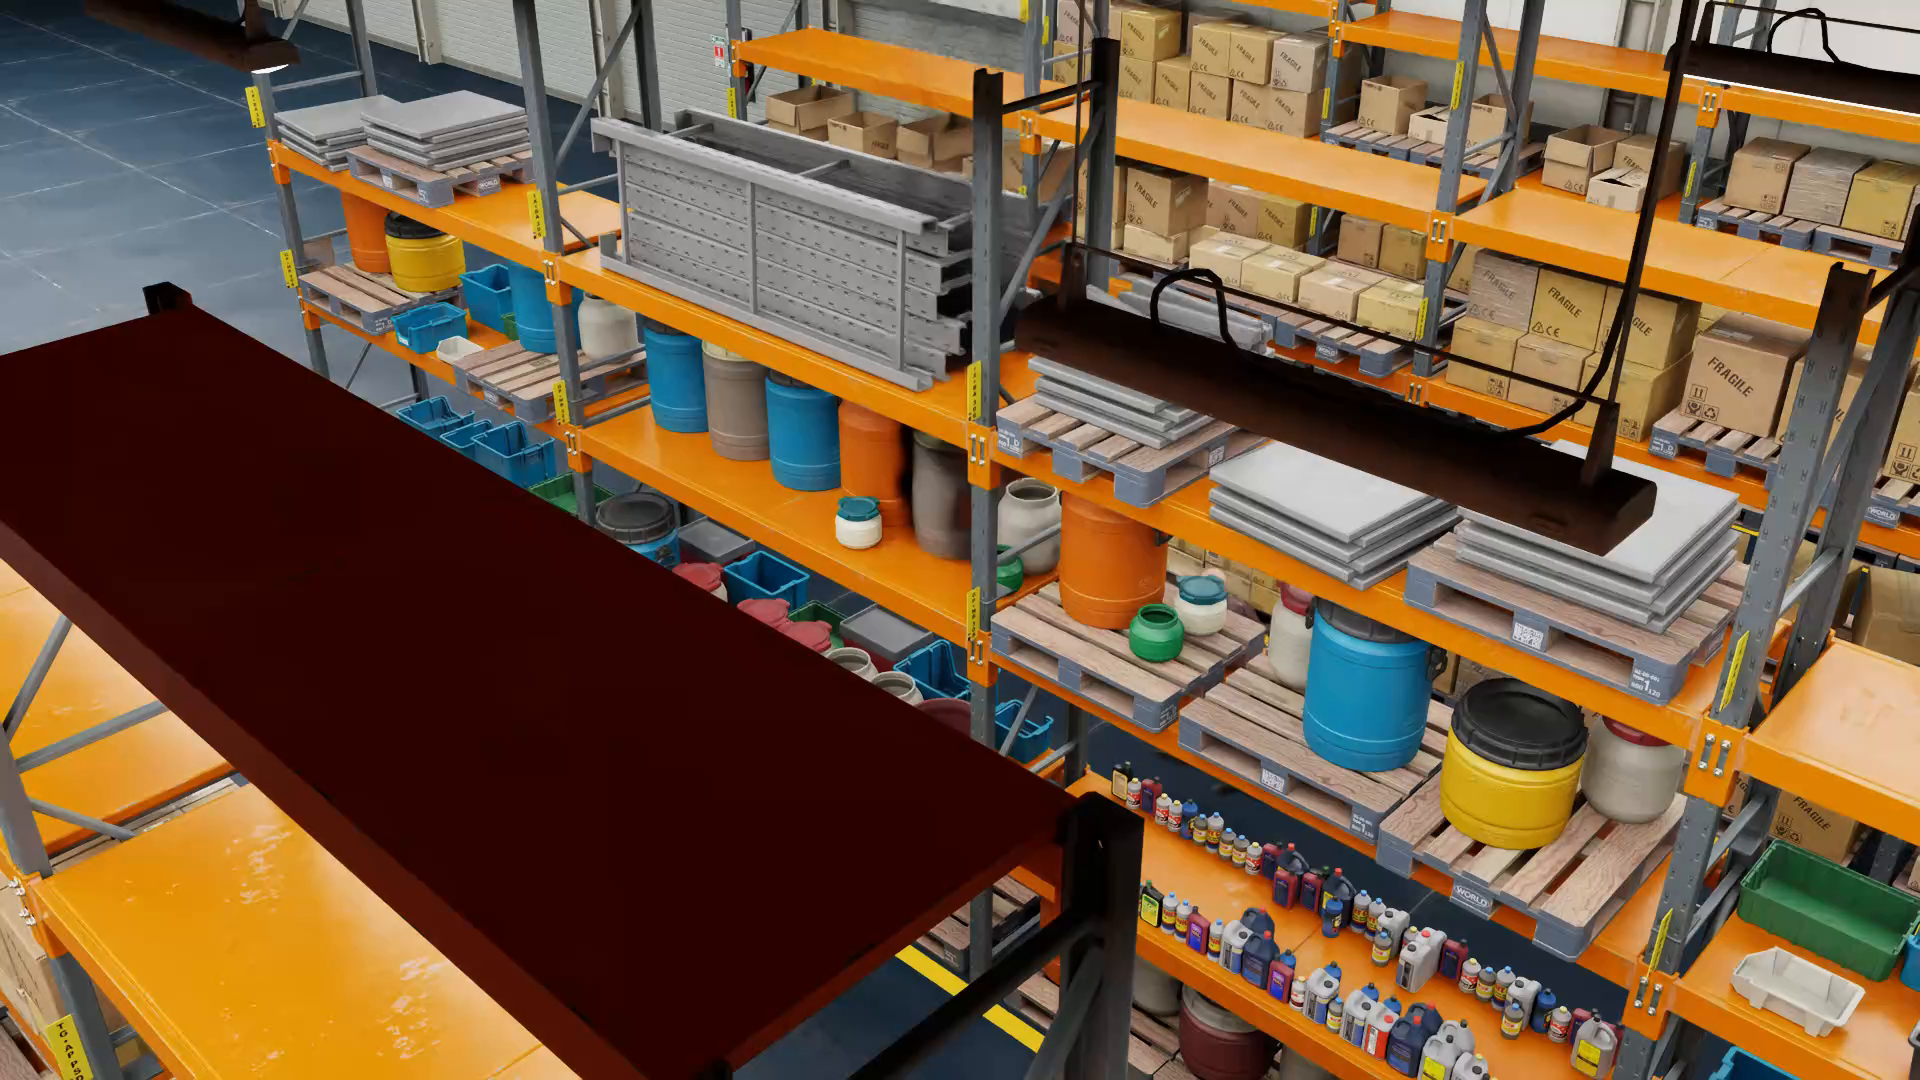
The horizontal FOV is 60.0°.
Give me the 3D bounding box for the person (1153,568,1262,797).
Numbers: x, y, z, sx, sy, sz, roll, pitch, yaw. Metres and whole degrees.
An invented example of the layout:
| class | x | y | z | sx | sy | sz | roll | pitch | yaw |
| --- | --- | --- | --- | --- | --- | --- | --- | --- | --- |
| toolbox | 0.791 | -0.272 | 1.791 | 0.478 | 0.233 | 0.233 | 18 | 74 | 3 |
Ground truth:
| class | x | y | z | sx | sy | sz | roll | pitch | yaw |
| --- | --- | --- | --- | --- | --- | --- | --- | --- | --- |
| person | 1.765 | 1.026 | 12.012 | 0.686 | 1.825 | 0.931 | -26 | 38 | -38 |
